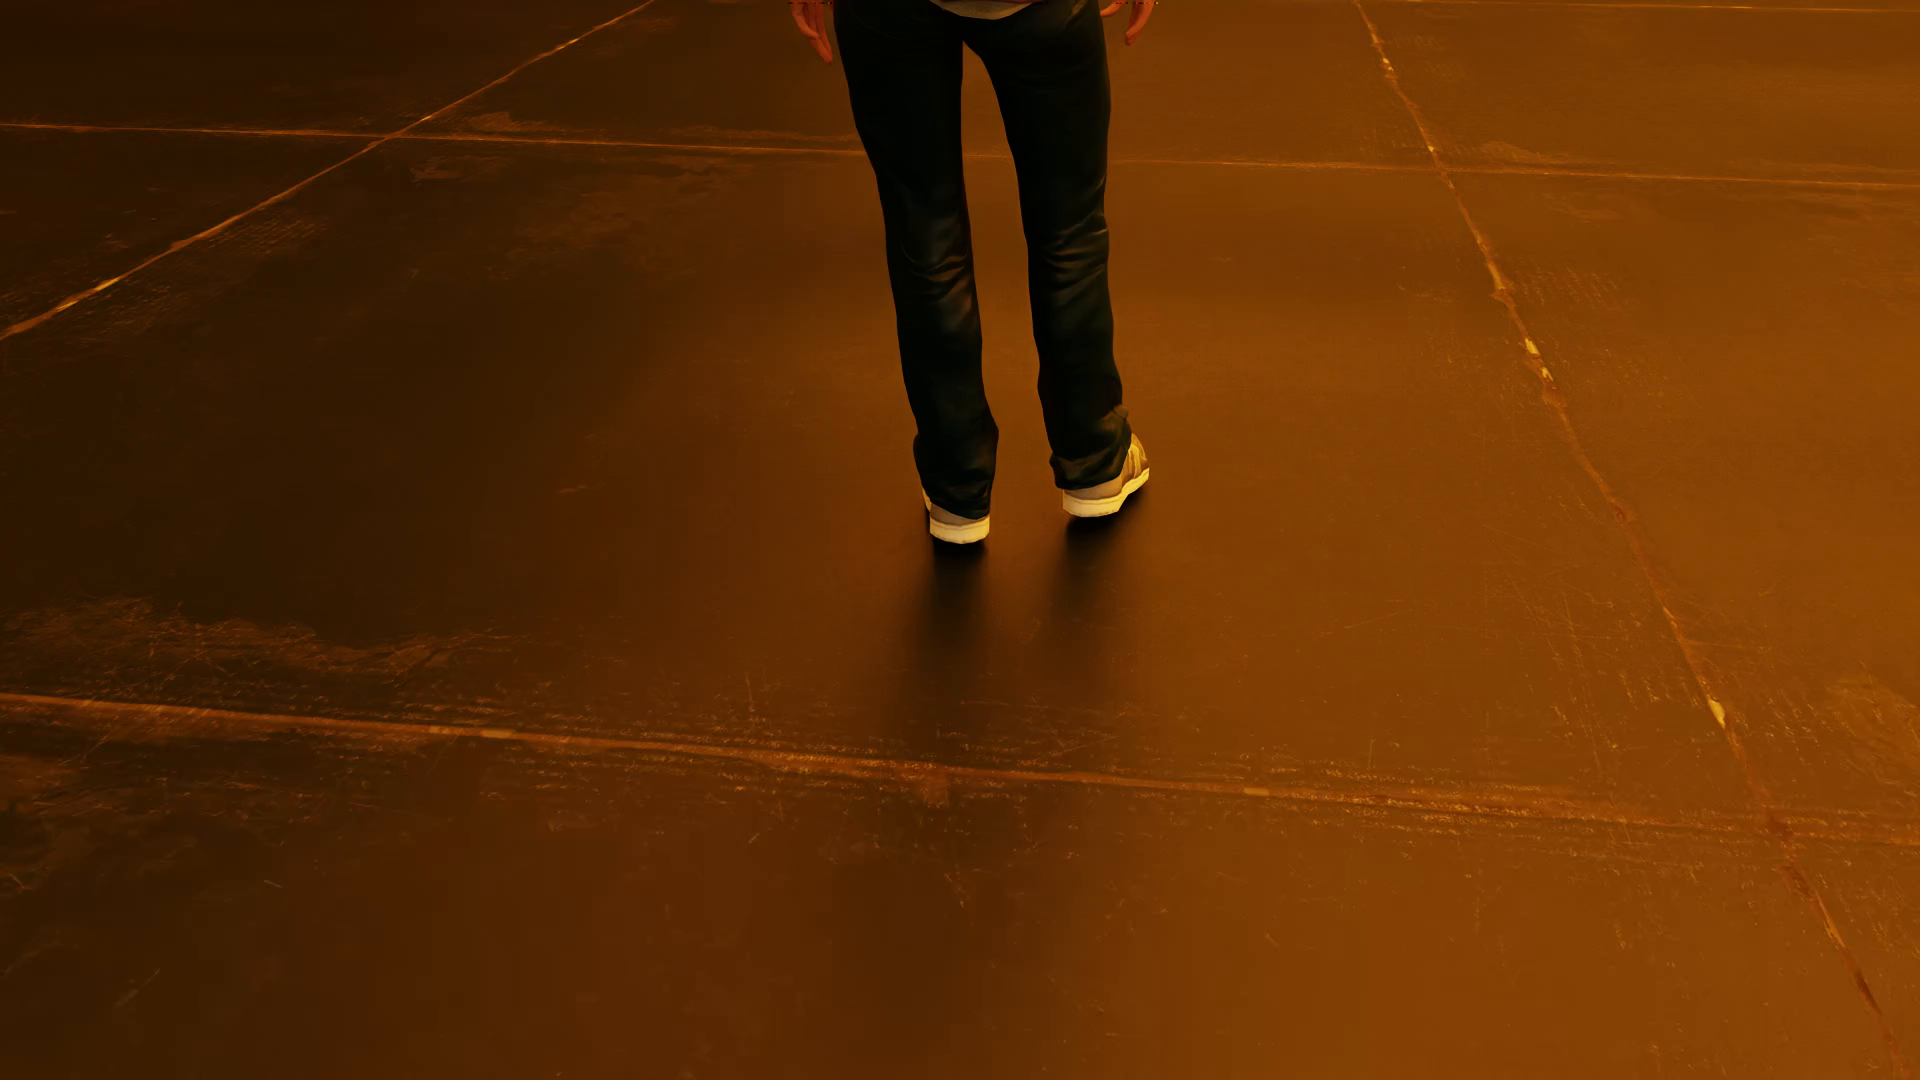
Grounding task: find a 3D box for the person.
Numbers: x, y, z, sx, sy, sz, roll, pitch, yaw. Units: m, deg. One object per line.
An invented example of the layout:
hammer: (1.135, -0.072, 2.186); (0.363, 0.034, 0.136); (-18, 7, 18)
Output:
person: (0.023, -0.753, 2.205); (0.521, 1.599, 0.473); (3, 27, 7)
